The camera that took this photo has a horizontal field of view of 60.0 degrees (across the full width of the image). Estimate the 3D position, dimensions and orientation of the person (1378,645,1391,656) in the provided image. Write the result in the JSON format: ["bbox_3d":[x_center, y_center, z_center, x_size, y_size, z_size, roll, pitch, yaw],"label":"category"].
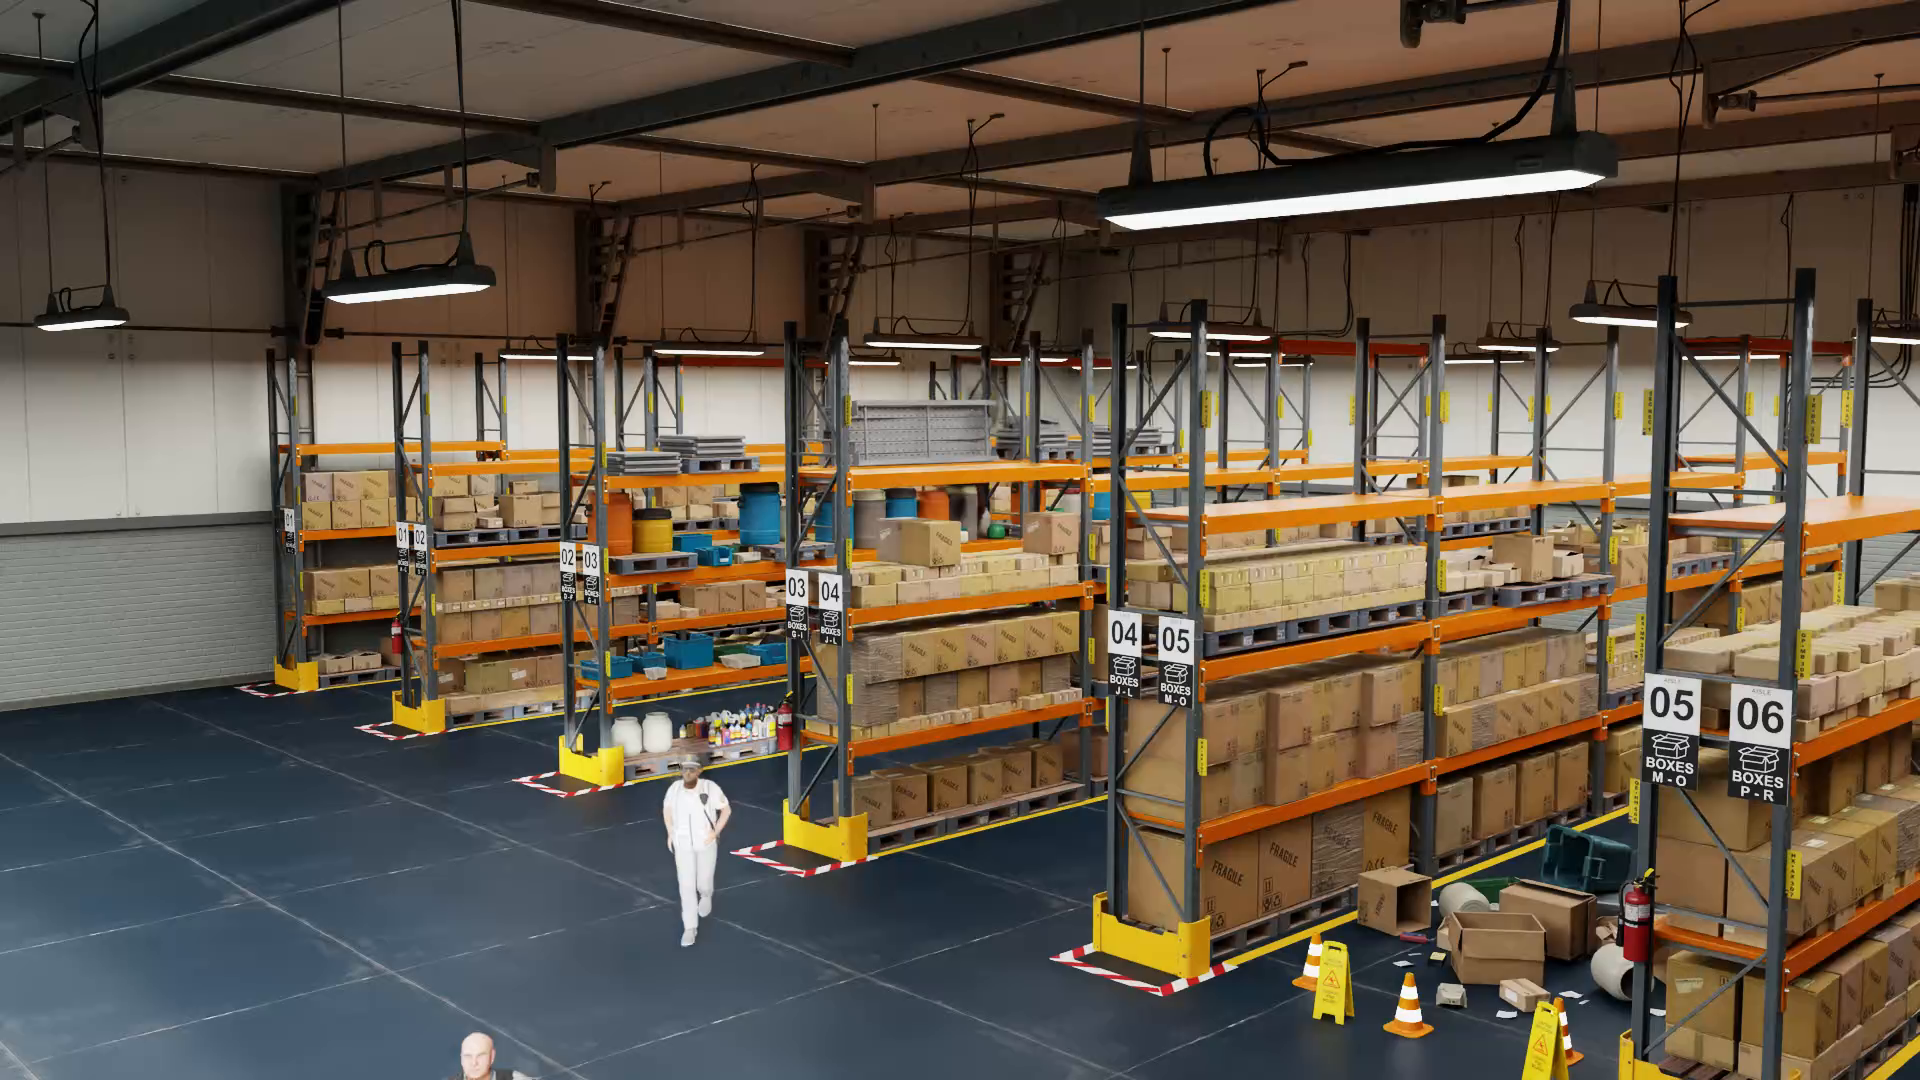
[{"bbox_3d":[5.915,2.290,23.404,0.641,1.722,0.684,3,6,33],"label":"person"}]

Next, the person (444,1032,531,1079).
[{"bbox_3d":[-2.578,3.545,9.033,0.670,1.777,0.727,-1,5,-8],"label":"person"}]

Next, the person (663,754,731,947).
[{"bbox_3d":[-2.524,2.901,15.943,0.662,1.787,0.832,0,5,-1],"label":"person"}]
